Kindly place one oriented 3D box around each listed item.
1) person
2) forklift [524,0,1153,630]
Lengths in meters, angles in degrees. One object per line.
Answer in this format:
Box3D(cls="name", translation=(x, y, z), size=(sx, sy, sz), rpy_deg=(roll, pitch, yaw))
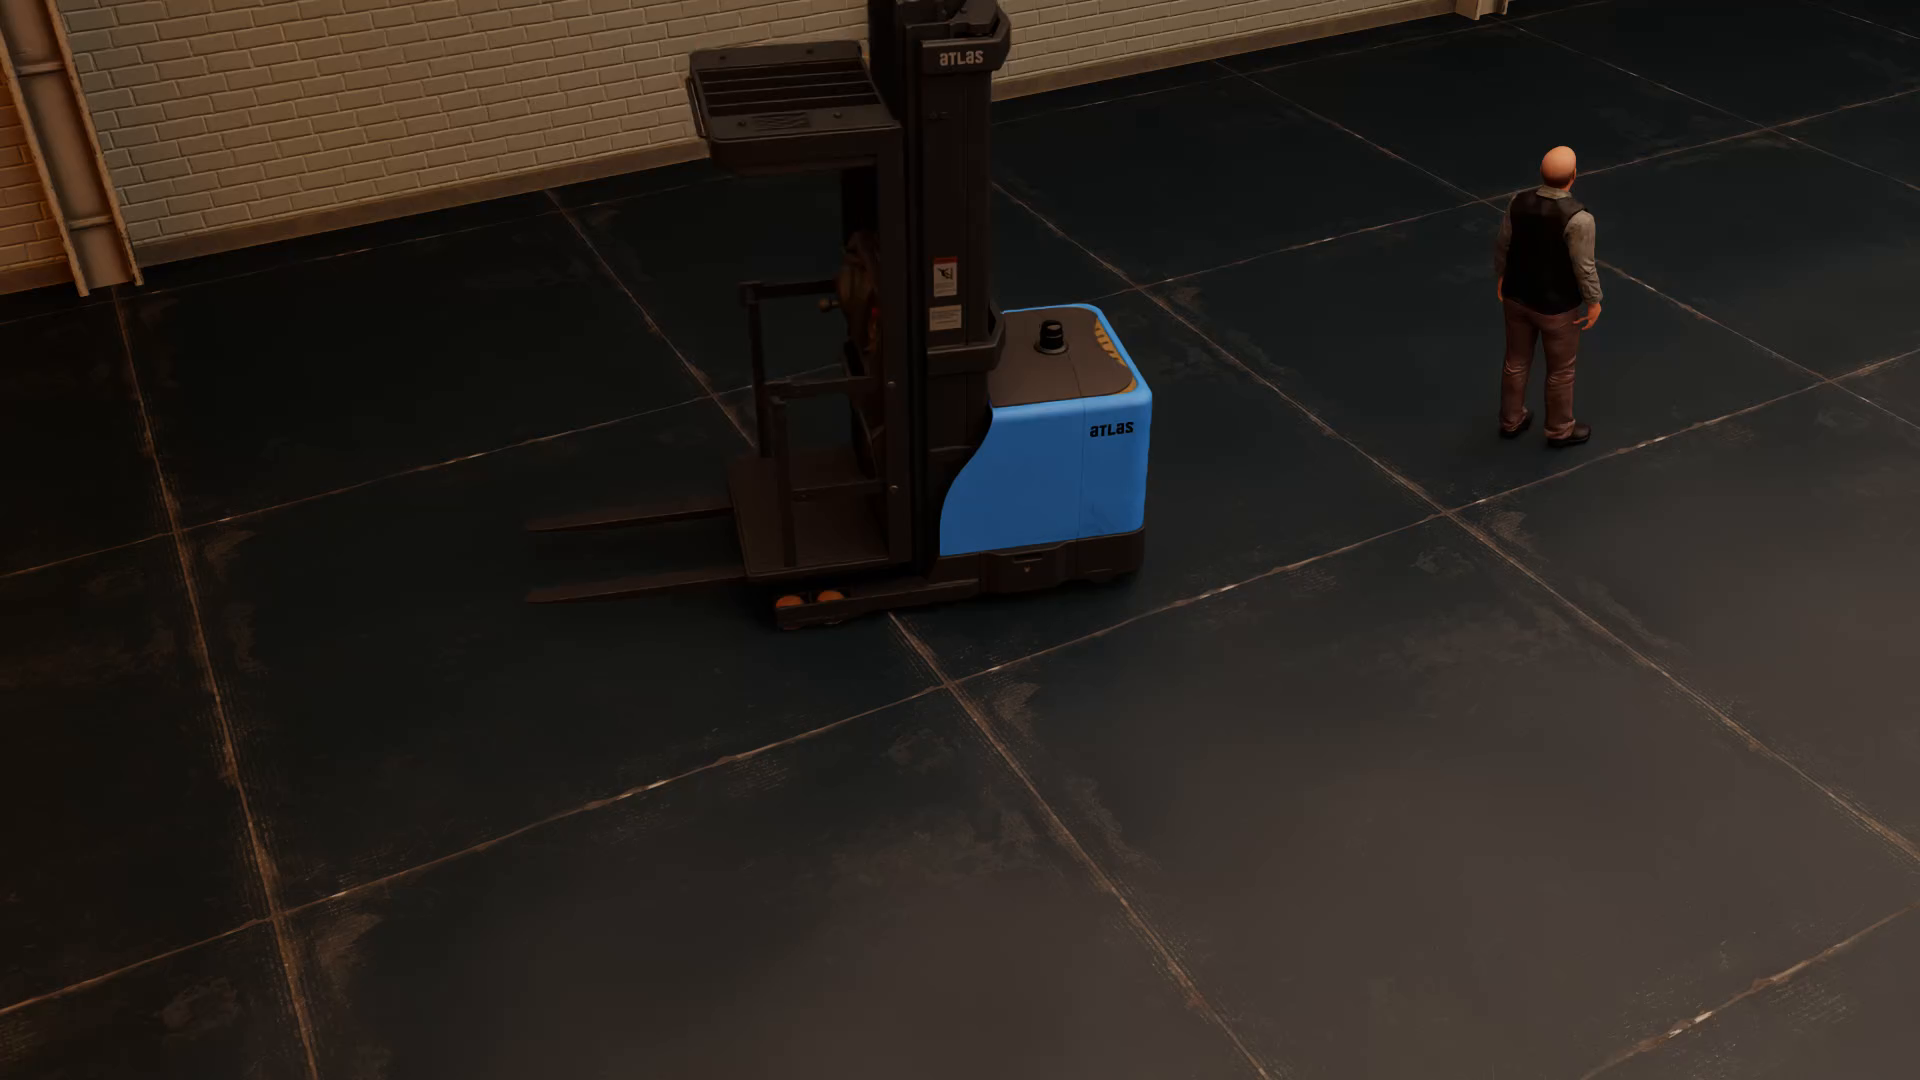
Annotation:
Box3D(cls="person", translation=(3.208, -1.328, 9.037), size=(0.566, 1.723, 0.634), rpy_deg=(-26, 43, -32))
Box3D(cls="forklift", translation=(-0.650, -1.095, 7.673), size=(3.031, 2.935, 1.130), rpy_deg=(-7, 36, -10))
